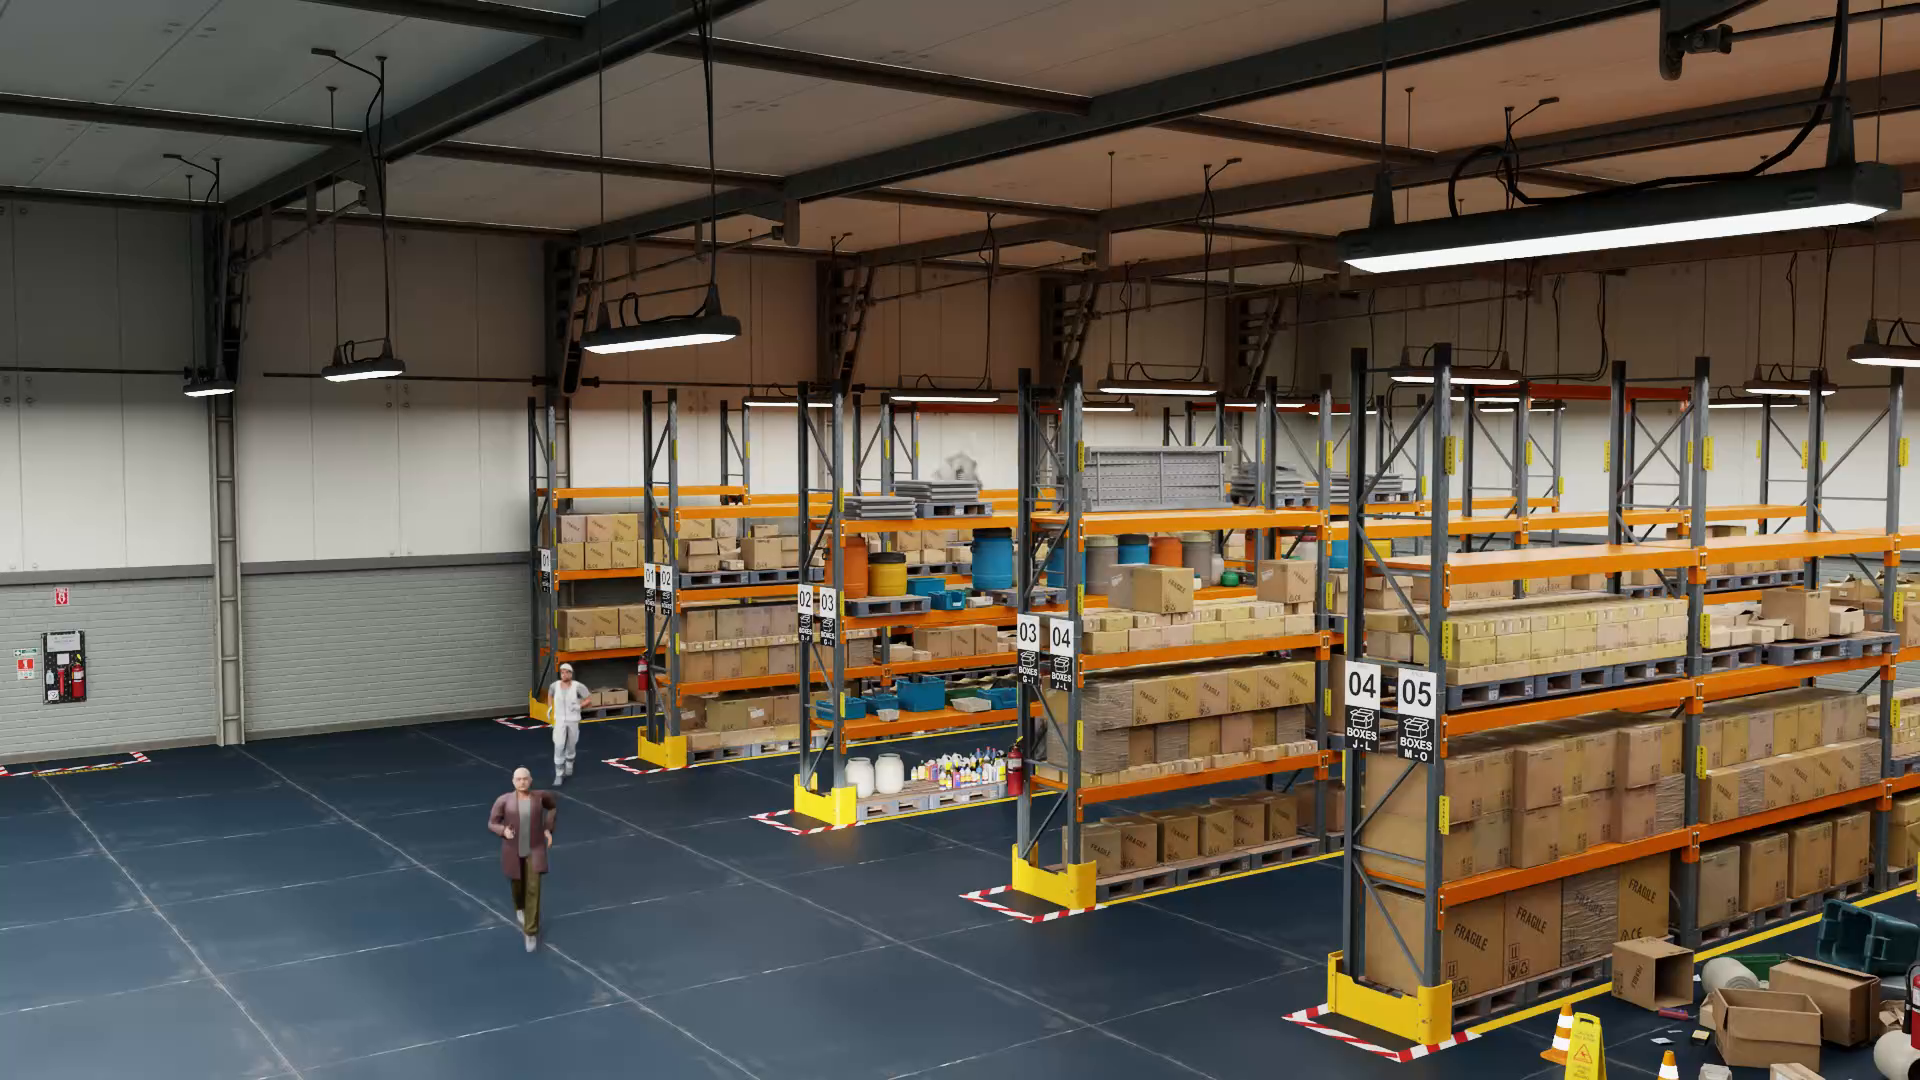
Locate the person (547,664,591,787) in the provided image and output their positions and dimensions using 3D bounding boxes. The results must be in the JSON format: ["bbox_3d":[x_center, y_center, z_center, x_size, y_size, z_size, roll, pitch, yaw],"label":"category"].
[{"bbox_3d":[-5.933,2.785,25.268,0.670,1.850,0.764,0,3,-5],"label":"person"}]

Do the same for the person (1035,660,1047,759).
[{"bbox_3d":[1.342,2.741,27.128,0.508,1.667,0.619,-2,4,-31],"label":"person"}]

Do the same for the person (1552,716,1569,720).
[{"bbox_3d":[7.713,3.005,21.409,0.855,1.766,0.672,-3,4,-40],"label":"person"}]

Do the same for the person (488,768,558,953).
[{"bbox_3d":[-4.517,3.247,17.212,0.704,1.796,1.049,-1,3,-14],"label":"person"}]
